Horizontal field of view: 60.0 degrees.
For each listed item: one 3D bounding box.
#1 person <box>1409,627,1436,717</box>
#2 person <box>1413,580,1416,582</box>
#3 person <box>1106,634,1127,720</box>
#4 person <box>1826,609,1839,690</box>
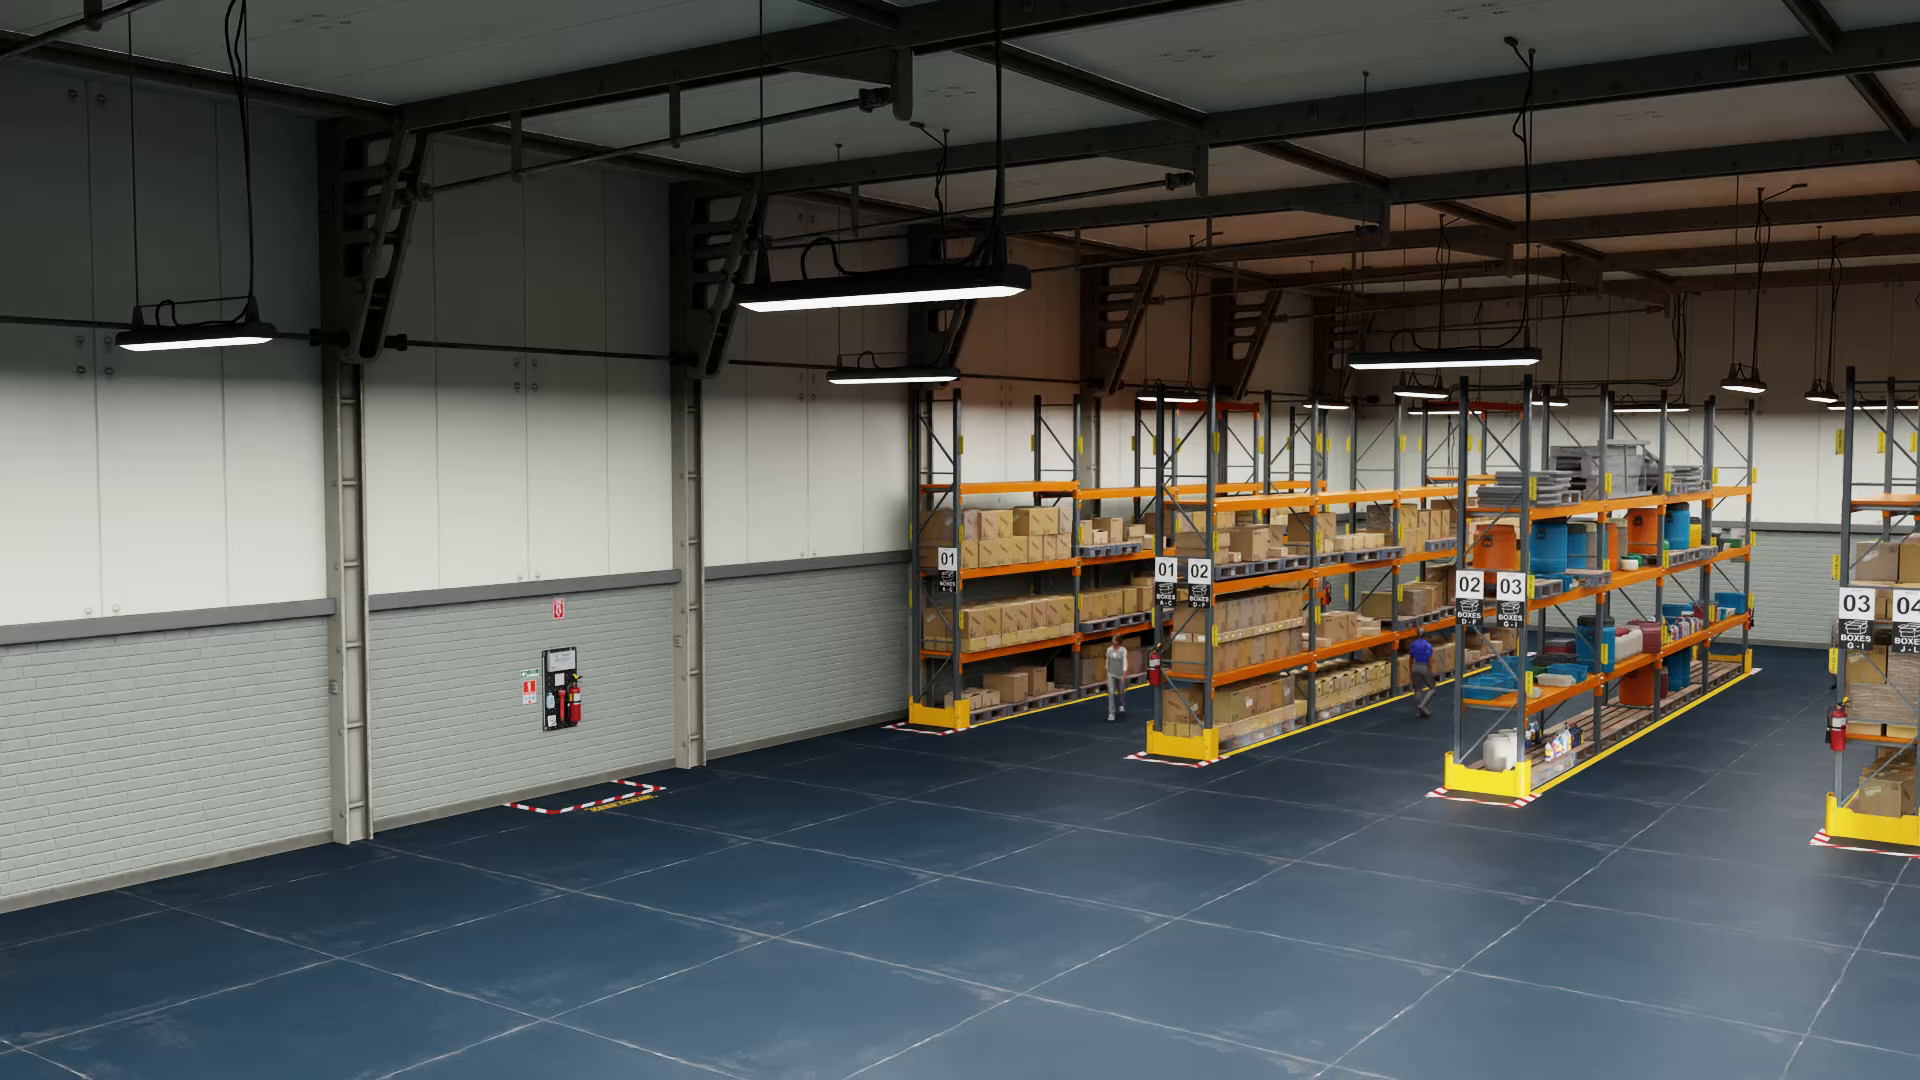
[{"bbox_3d":[8.477,2.433,30.595,0.495,1.656,0.459,3,4,40],"label":"person"},{"bbox_3d":[10.908,1.839,40.032,0.550,1.763,0.629,-1,3,-16],"label":"person"},{"bbox_3d":[2.862,2.478,30.405,0.405,1.533,1.003,0,3,8],"label":"person"},{"bbox_3d":[17.984,2.211,33.854,0.571,1.722,0.452,-1,3,-12],"label":"person"}]
